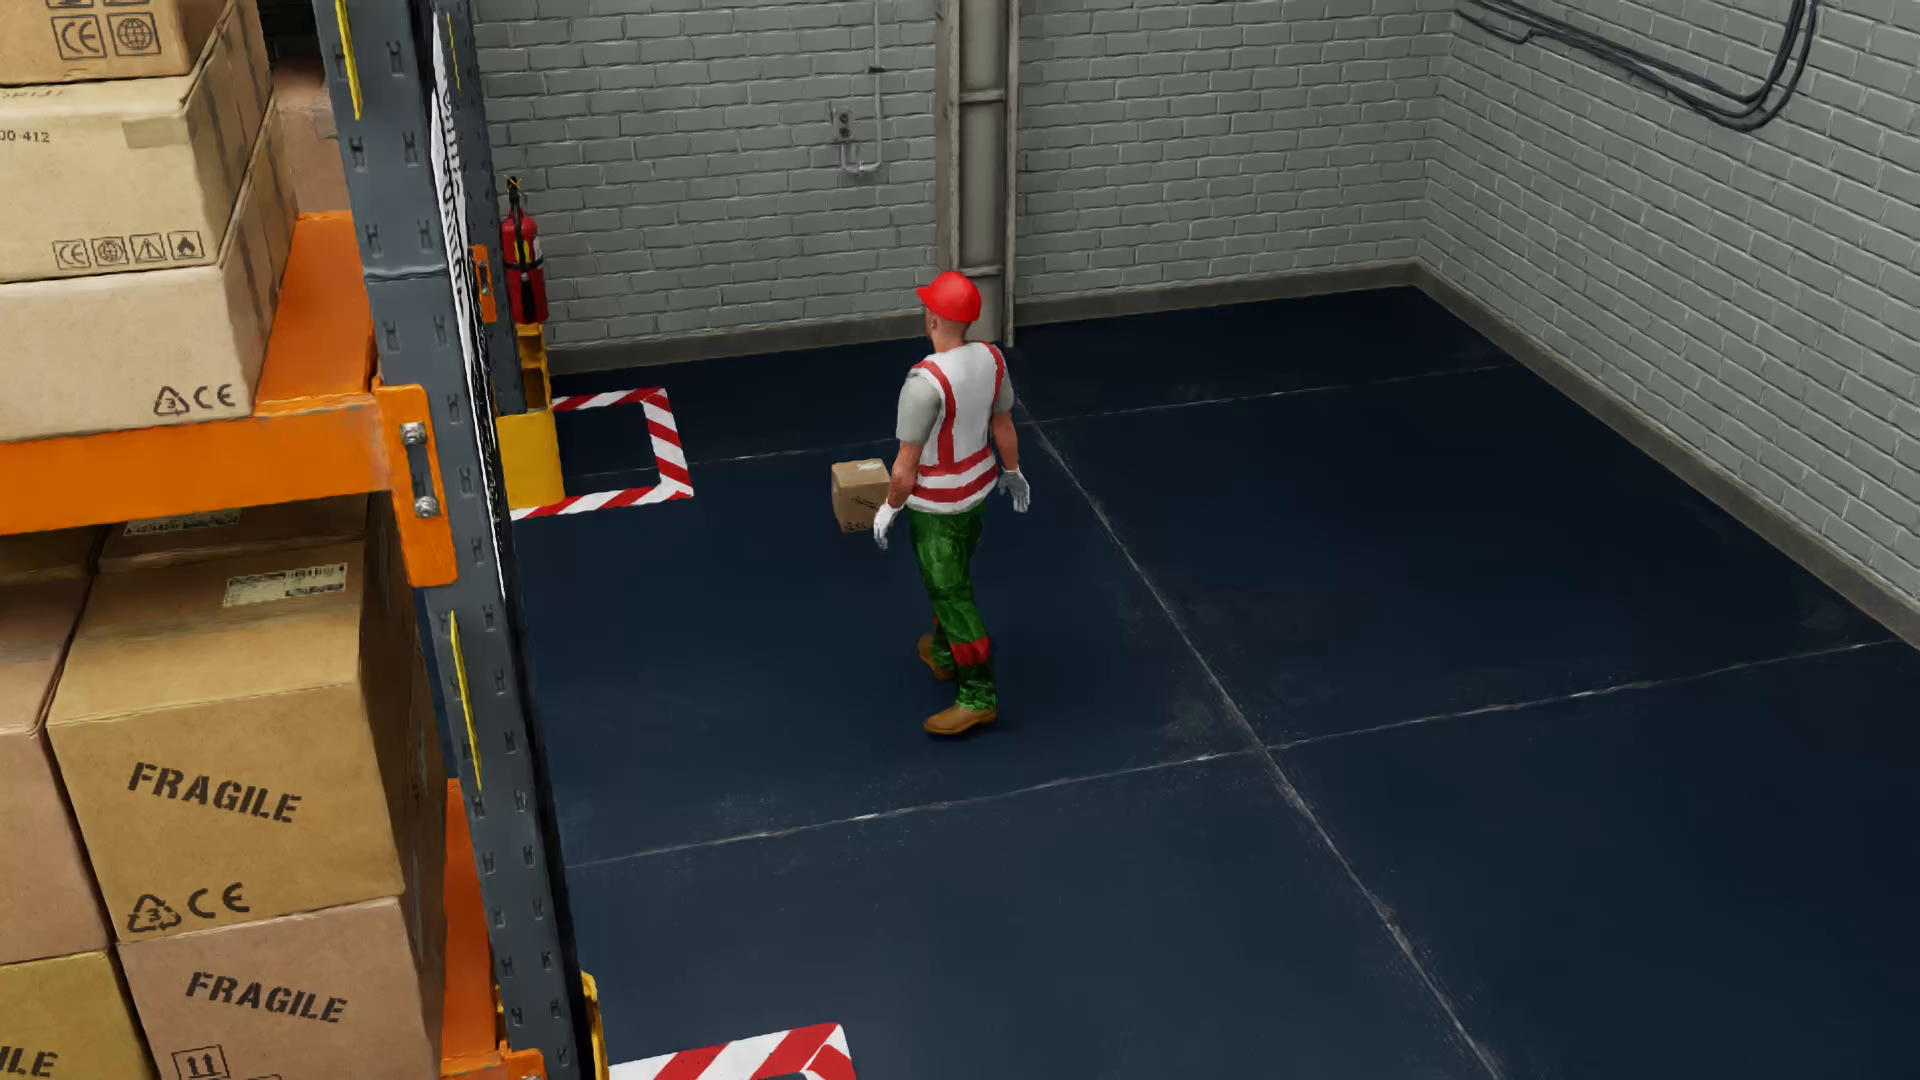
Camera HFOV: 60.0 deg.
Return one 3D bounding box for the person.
[{"bbox_3d":[-0.032,-0.159,6.382,0.586,1.786,0.683,18,35,29],"label":"person"}]
